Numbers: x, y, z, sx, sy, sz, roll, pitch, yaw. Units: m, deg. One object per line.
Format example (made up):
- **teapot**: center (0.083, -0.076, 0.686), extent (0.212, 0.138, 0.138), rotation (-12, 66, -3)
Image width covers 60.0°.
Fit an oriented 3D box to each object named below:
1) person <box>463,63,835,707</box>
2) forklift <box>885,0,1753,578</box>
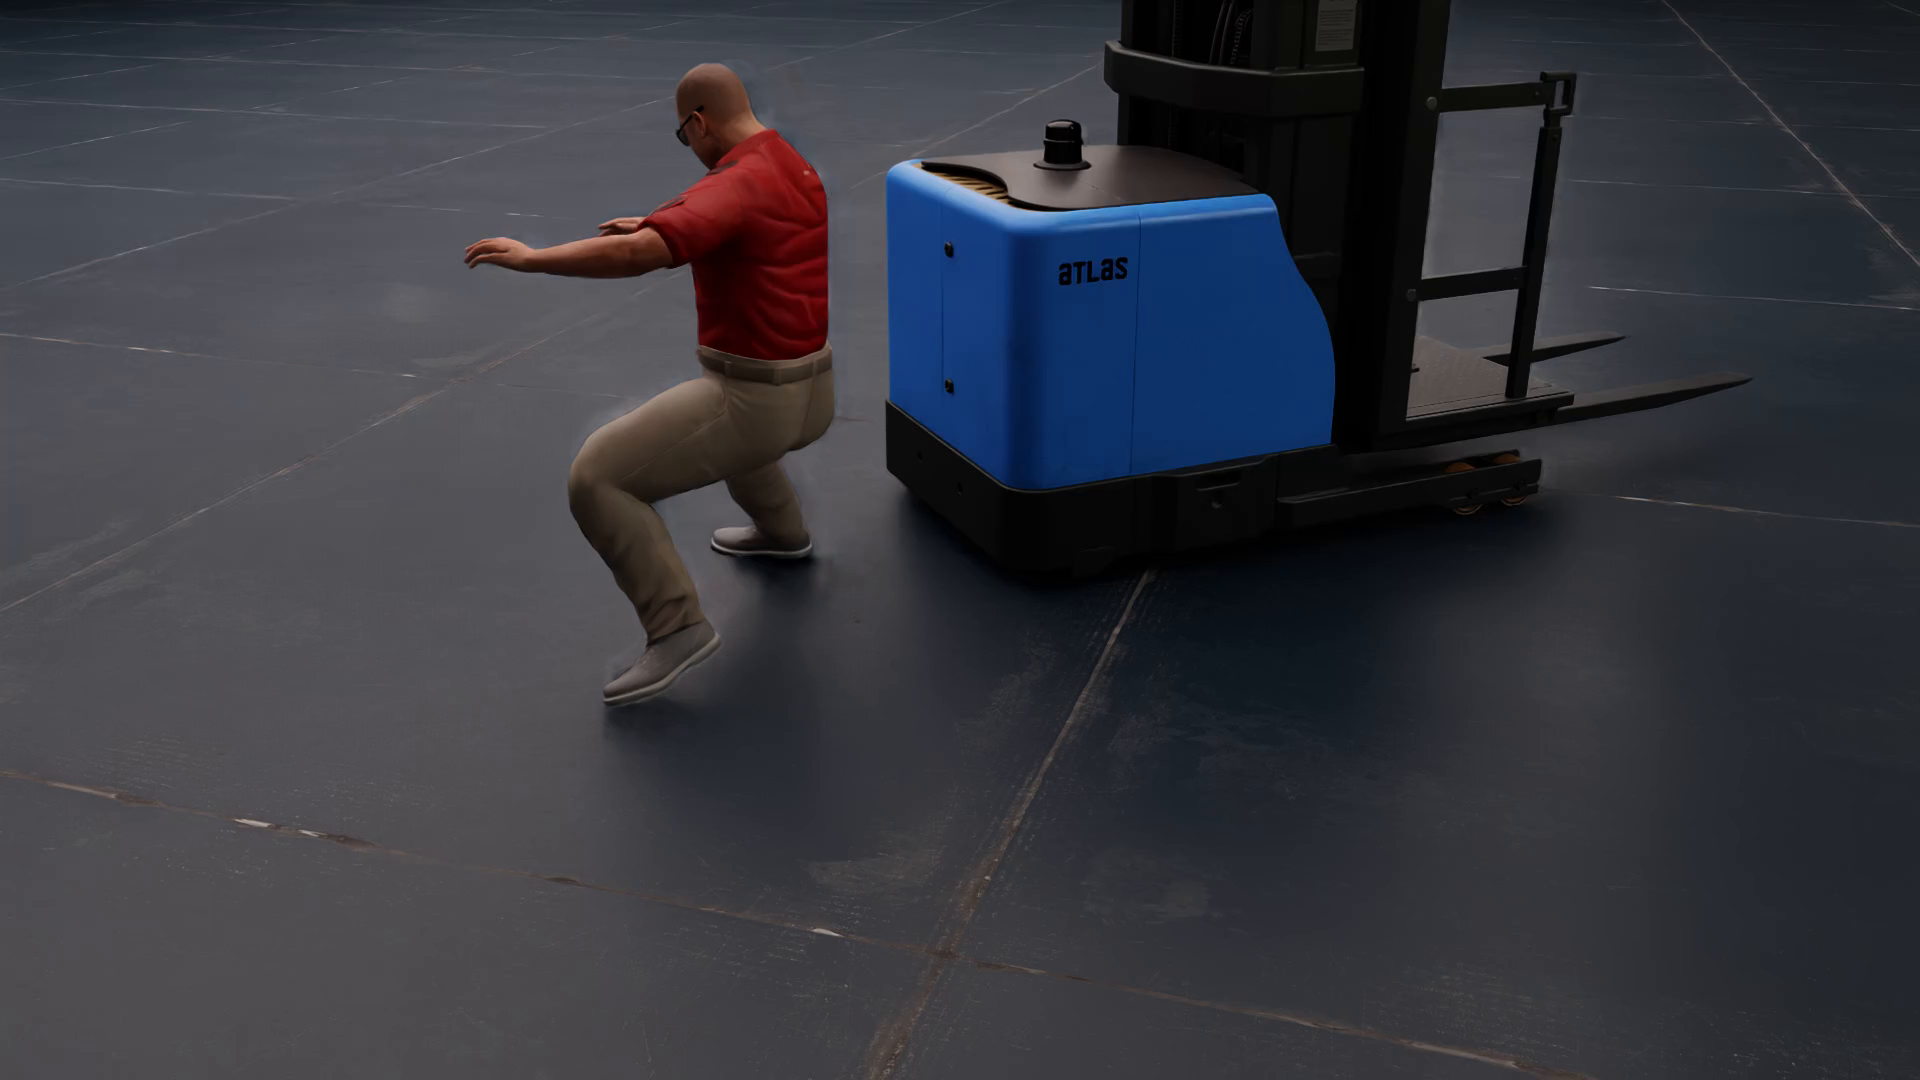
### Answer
- **person**: center (-0.693, -0.456, 4.280), extent (0.706, 1.490, 1.138), rotation (9, 24, 21)
- **forklift**: center (1.318, -1.606, 5.170), extent (3.031, 2.935, 1.130), rotation (-10, 24, -22)
